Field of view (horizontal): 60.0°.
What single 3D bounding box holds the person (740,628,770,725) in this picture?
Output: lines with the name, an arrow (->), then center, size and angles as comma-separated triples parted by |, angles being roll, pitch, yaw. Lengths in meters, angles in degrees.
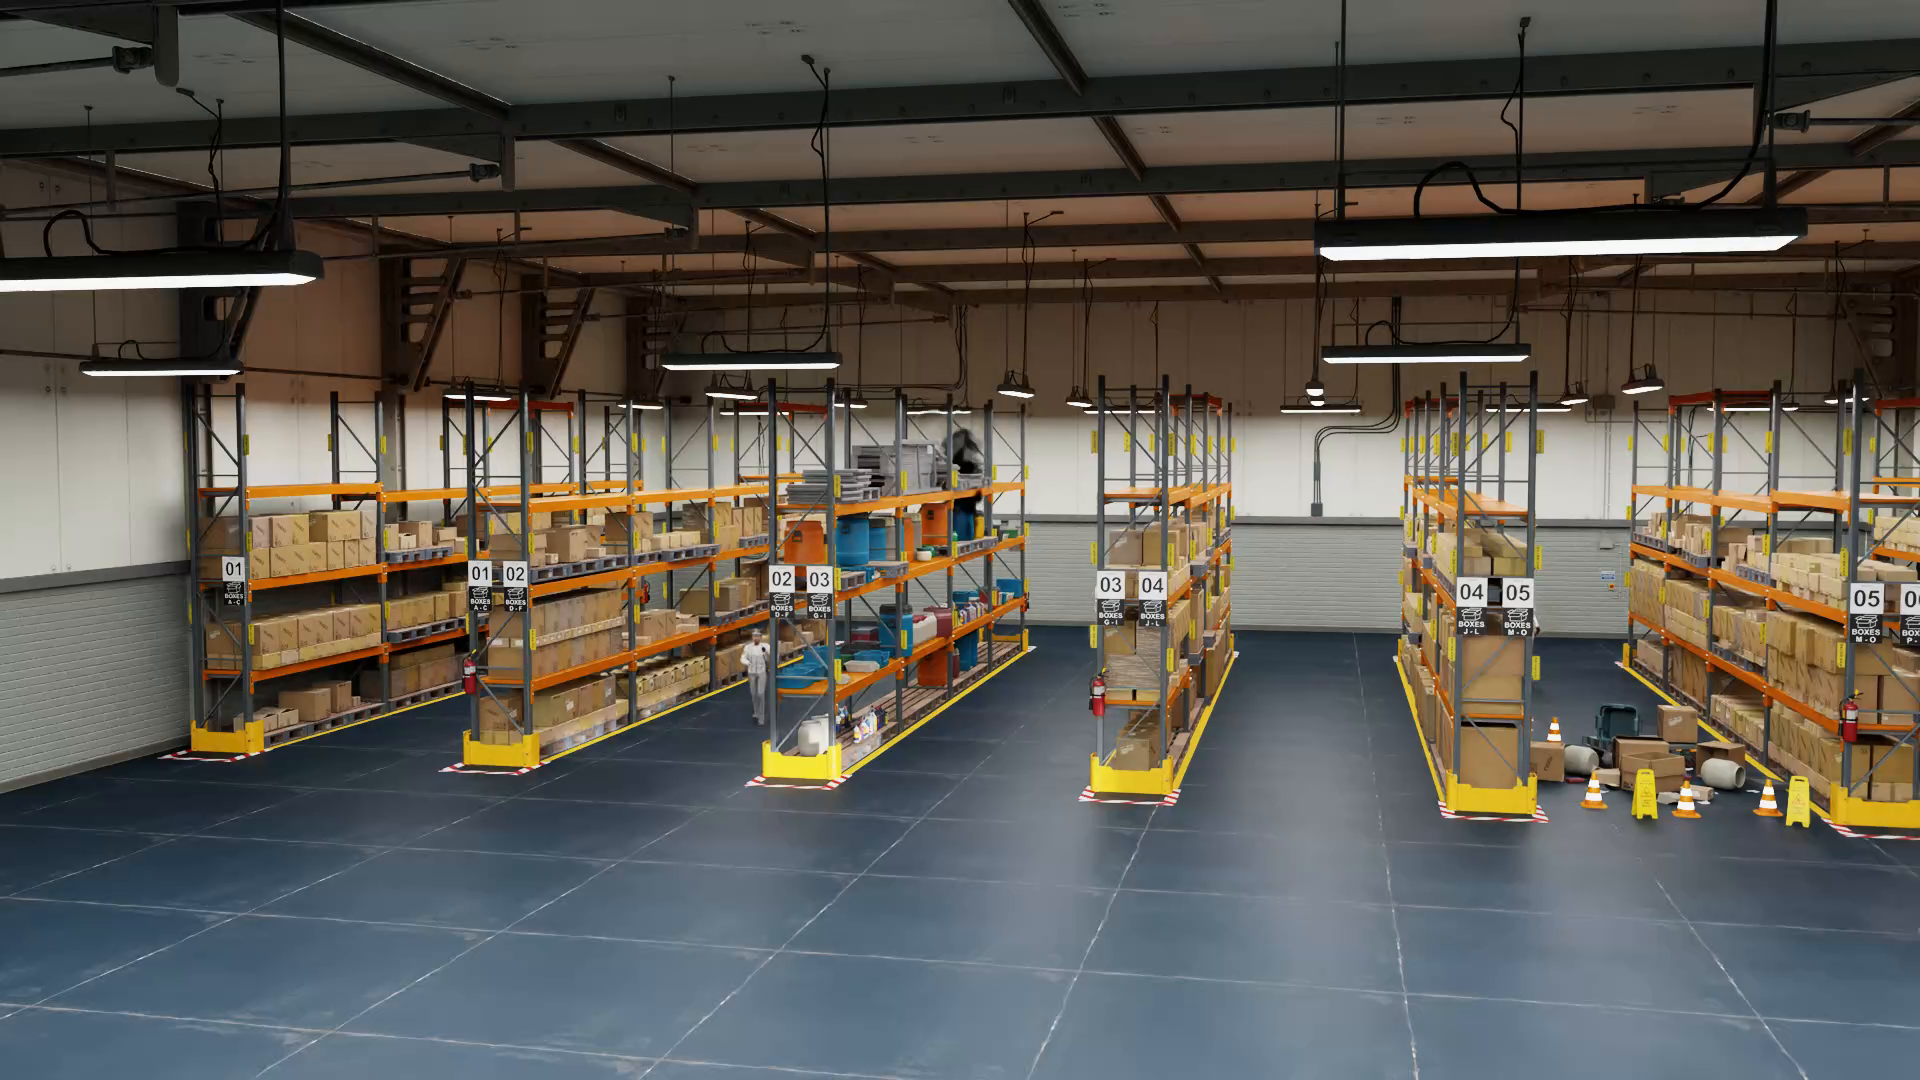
person -> -3.637, 2.458, 29.981 | 0.631, 1.770, 0.739 | 0, 3, 4

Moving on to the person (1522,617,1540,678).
person -> 12.053, 2.140, 35.503 | 0.584, 1.659, 0.739 | 1, 3, 9
